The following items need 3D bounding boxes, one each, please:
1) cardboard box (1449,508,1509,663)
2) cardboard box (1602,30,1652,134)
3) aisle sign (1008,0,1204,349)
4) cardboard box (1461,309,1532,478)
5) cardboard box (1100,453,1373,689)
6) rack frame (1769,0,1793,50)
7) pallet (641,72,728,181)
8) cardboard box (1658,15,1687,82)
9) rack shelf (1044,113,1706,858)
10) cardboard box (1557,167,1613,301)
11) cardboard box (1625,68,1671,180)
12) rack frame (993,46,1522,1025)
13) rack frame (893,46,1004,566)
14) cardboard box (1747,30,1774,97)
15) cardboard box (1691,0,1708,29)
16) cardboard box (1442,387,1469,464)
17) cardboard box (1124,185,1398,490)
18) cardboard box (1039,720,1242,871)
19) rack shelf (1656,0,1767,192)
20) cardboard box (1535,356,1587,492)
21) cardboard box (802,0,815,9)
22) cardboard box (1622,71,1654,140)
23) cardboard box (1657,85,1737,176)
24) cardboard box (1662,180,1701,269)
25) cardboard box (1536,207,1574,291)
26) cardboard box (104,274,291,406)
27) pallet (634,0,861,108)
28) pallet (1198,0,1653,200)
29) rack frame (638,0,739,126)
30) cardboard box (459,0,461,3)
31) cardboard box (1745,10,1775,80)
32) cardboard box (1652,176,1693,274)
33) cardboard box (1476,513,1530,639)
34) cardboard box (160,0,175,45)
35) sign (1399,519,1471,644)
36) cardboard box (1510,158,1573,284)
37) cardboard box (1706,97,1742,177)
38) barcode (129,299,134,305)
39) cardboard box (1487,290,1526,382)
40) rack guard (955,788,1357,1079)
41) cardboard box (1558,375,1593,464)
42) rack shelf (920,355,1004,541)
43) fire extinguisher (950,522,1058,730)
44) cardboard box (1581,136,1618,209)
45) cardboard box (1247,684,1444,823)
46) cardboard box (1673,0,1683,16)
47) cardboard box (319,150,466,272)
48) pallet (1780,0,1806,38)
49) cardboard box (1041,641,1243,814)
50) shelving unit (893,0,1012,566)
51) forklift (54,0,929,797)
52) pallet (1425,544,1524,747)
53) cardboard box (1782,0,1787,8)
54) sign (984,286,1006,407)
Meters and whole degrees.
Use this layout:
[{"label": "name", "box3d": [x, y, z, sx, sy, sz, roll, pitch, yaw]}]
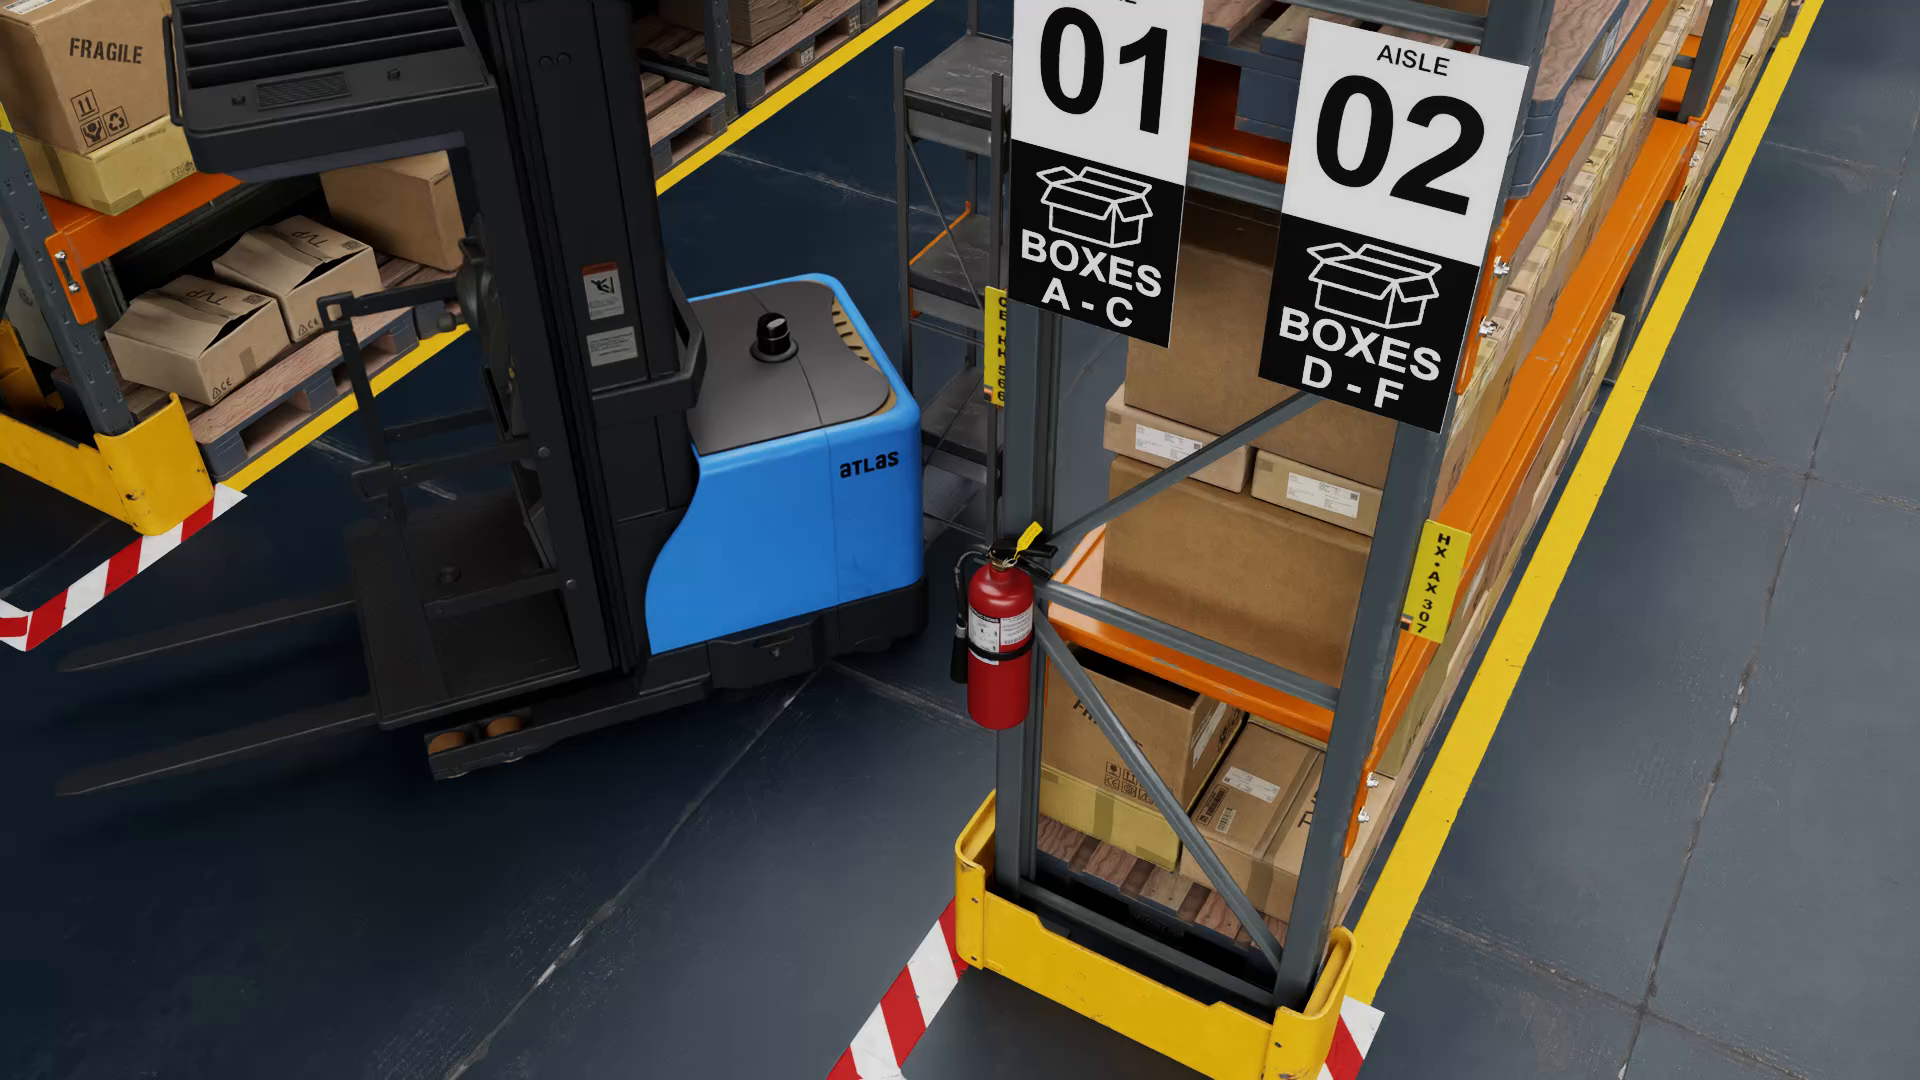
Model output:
[{"label": "cardboard box", "box3d": [1.514, 0.045, 5.625, 0.500, 0.500, 0.500, 21, 45, 22]}, {"label": "cardboard box", "box3d": [1.848, -1.719, 5.375, 0.700, 0.500, 0.500, 21, 45, 22]}, {"label": "aisle sign", "box3d": [0.278, -0.773, 3.391, 0.394, 0.787, 0.004, 21, 45, 22]}, {"label": "cardboard box", "box3d": [1.322, -0.623, 5.112, 0.700, 0.500, 0.500, 21, 46, 22]}, {"label": "cardboard box", "box3d": [0.810, -0.038, 4.448, 0.700, 0.500, 0.500, 21, 45, 22]}, {"label": "rack frame", "box3d": [4.569, -4.315, 9.381, 1.000, 3.000, 0.127, 21, 45, 22]}, {"label": "pallet", "box3d": [-2.029, -2.220, 9.112, 1.003, 0.211, 1.213, 21, 45, 22]}, {"label": "cardboard box", "box3d": [2.362, -1.790, 5.946, 0.380, 0.149, 0.250, 20, 45, 21]}, {"label": "rack shelf", "box3d": [1.566, -0.612, 5.720, 1.077, 0.370, 4.000, 21, 45, 22]}, {"label": "cardboard box", "box3d": [1.838, -1.218, 5.788, 0.700, 0.500, 0.500, 22, 46, 23]}, {"label": "cardboard box", "box3d": [2.351, -1.808, 6.458, 0.700, 0.500, 0.500, 20, 45, 21]}, {"label": "rack frame", "box3d": [0.565, 0.262, 4.183, 1.000, 3.000, 0.127, 21, 45, 22]}, {"label": "rack frame", "box3d": [-0.039, -0.743, 6.005, 0.400, 2.100, 0.015, 21, 45, 22]}, {"label": "cardboard box", "box3d": [4.262, -2.763, 9.381, 0.500, 0.250, 0.500, 20, 45, 22]}, {"label": "cardboard box", "box3d": [2.617, -2.081, 6.277, 0.380, 0.149, 0.250, 21, 45, 22]}, {"label": "cardboard box", "box3d": [1.078, -0.324, 4.282, 0.380, 0.149, 0.250, 20, 45, 21]}, {"label": "cardboard box", "box3d": [0.837, -0.555, 4.054, 0.700, 0.500, 0.500, 21, 46, 22]}, {"label": "cardboard box", "box3d": [0.578, 0.732, 5.412, 0.500, 0.250, 0.500, 21, 45, 22]}, {"label": "rack shelf", "box3d": [3.568, -2.901, 8.319, 1.077, 0.370, 4.000, 21, 45, 22]}, {"label": "cardboard box", "box3d": [2.017, -0.527, 6.274, 0.500, 0.500, 0.500, 21, 45, 22]}, {"label": "cardboard box", "box3d": [-1.155, -3.629, 10.159, 0.700, 0.500, 0.500, 20, 45, 21]}, {"label": "cardboard box", "box3d": [2.106, -1.500, 5.617, 0.380, 0.149, 0.250, 21, 45, 22]}, {"label": "cardboard box", "box3d": [3.503, -2.098, 8.201, 0.500, 0.311, 0.500, 19, 45, 21]}, {"label": "cardboard box", "box3d": [3.240, -1.593, 8.052, 0.500, 0.250, 0.500, 22, 46, 23]}, {"label": "cardboard box", "box3d": [1.591, -0.910, 4.947, 0.380, 0.149, 0.250, 20, 45, 22]}, {"label": "cardboard box", "box3d": [-3.301, -0.896, 7.200, 0.500, 0.311, 0.500, 16, 44, 17]}, {"label": "pallet", "box3d": [-1.335, -3.062, 10.068, 1.003, 0.211, 1.213, 21, 45, 22]}, {"label": "pallet", "box3d": [0.942, -1.226, 3.670, 1.003, 0.211, 1.213, 21, 45, 22]}, {"label": "rack frame", "box3d": [-1.724, -3.663, 8.640, 1.000, 3.000, 0.127, 21, 45, 22]}, {"label": "cardboard box", "box3d": [-2.444, -2.379, 7.281, 0.500, 0.250, 0.500, 21, 46, 22]}, {"label": "cardboard box", "box3d": [4.010, -2.683, 8.865, 0.500, 0.311, 0.500, 21, 45, 22]}, {"label": "cardboard box", "box3d": [2.990, -1.517, 7.541, 0.500, 0.311, 0.500, 21, 46, 22]}, {"label": "cardboard box", "box3d": [1.778, 0.045, 6.192, 0.500, 0.250, 0.500, 21, 45, 22]}, {"label": "cardboard box", "box3d": [-2.970, -2.060, 6.350, 0.500, 0.500, 0.500, 21, 46, 22]}, {"label": "sign", "box3d": [1.043, 0.095, 3.658, 0.100, 0.325, 0.005, 21, 45, 22]}, {"label": "cardboard box", "box3d": [1.347, -1.147, 4.725, 0.700, 0.500, 0.500, 21, 46, 22]}, {"label": "cardboard box", "box3d": [3.753, -2.181, 8.720, 0.500, 0.250, 0.500, 22, 46, 23]}, {"label": "barcode", "box3d": [-3.638, -1.042, 7.359, 0.001, 0.075, 0.075, 21, 45, 22]}, {"label": "cardboard box", "box3d": [1.332, -0.610, 4.607, 0.380, 0.149, 0.250, 20, 45, 21]}, {"label": "rack guard", "box3d": [0.553, 1.214, 4.993, 1.175, 0.500, 0.348, 21, 45, 22]}, {"label": "cardboard box", "box3d": [2.266, -0.532, 6.847, 0.500, 0.250, 0.500, 21, 45, 22]}, {"label": "rack shelf", "box3d": [0.083, -0.347, 6.635, 0.431, 0.518, 0.480, 21, 45, 22]}, {"label": "fire extinguisher", "box3d": [0.104, 0.205, 4.306, 0.296, 0.674, 0.183, 21, 45, 22]}, {"label": "cardboard box", "box3d": [1.849, -1.202, 5.279, 0.380, 0.149, 0.250, 22, 46, 23]}, {"label": "cardboard box", "box3d": [1.273, 0.616, 5.544, 0.500, 0.250, 0.500, 21, 45, 22]}, {"label": "cardboard box", "box3d": [2.351, -2.295, 6.029, 0.700, 0.500, 0.500, 21, 46, 22]}, {"label": "cardboard box", "box3d": [-2.605, -1.697, 7.965, 0.700, 0.500, 0.500, 18, 45, 19]}, {"label": "pallet", "box3d": [4.975, -3.684, 10.773, 1.003, 0.211, 1.213, 21, 45, 22]}, {"label": "cardboard box", "box3d": [0.576, 0.450, 5.165, 0.500, 0.500, 0.500, 21, 45, 22]}, {"label": "shelving unit", "box3d": [0.083, -0.883, 6.164, 0.431, 2.100, 0.503, 21, 45, 22]}, {"label": "forklift", "box3d": [-1.688, -0.667, 5.290, 3.031, 2.935, 1.130, -15, 43, -16]}, {"label": "pallet", "box3d": [1.523, 0.162, 6.406, 1.003, 0.211, 1.213, 21, 45, 22]}, {"label": "cardboard box", "box3d": [4.520, -3.270, 9.533, 0.500, 0.311, 0.500, 22, 46, 23]}, {"label": "sign", "box3d": [0.103, -0.449, 3.935, 0.100, 0.325, 0.005, 21, 45, 22]}]
